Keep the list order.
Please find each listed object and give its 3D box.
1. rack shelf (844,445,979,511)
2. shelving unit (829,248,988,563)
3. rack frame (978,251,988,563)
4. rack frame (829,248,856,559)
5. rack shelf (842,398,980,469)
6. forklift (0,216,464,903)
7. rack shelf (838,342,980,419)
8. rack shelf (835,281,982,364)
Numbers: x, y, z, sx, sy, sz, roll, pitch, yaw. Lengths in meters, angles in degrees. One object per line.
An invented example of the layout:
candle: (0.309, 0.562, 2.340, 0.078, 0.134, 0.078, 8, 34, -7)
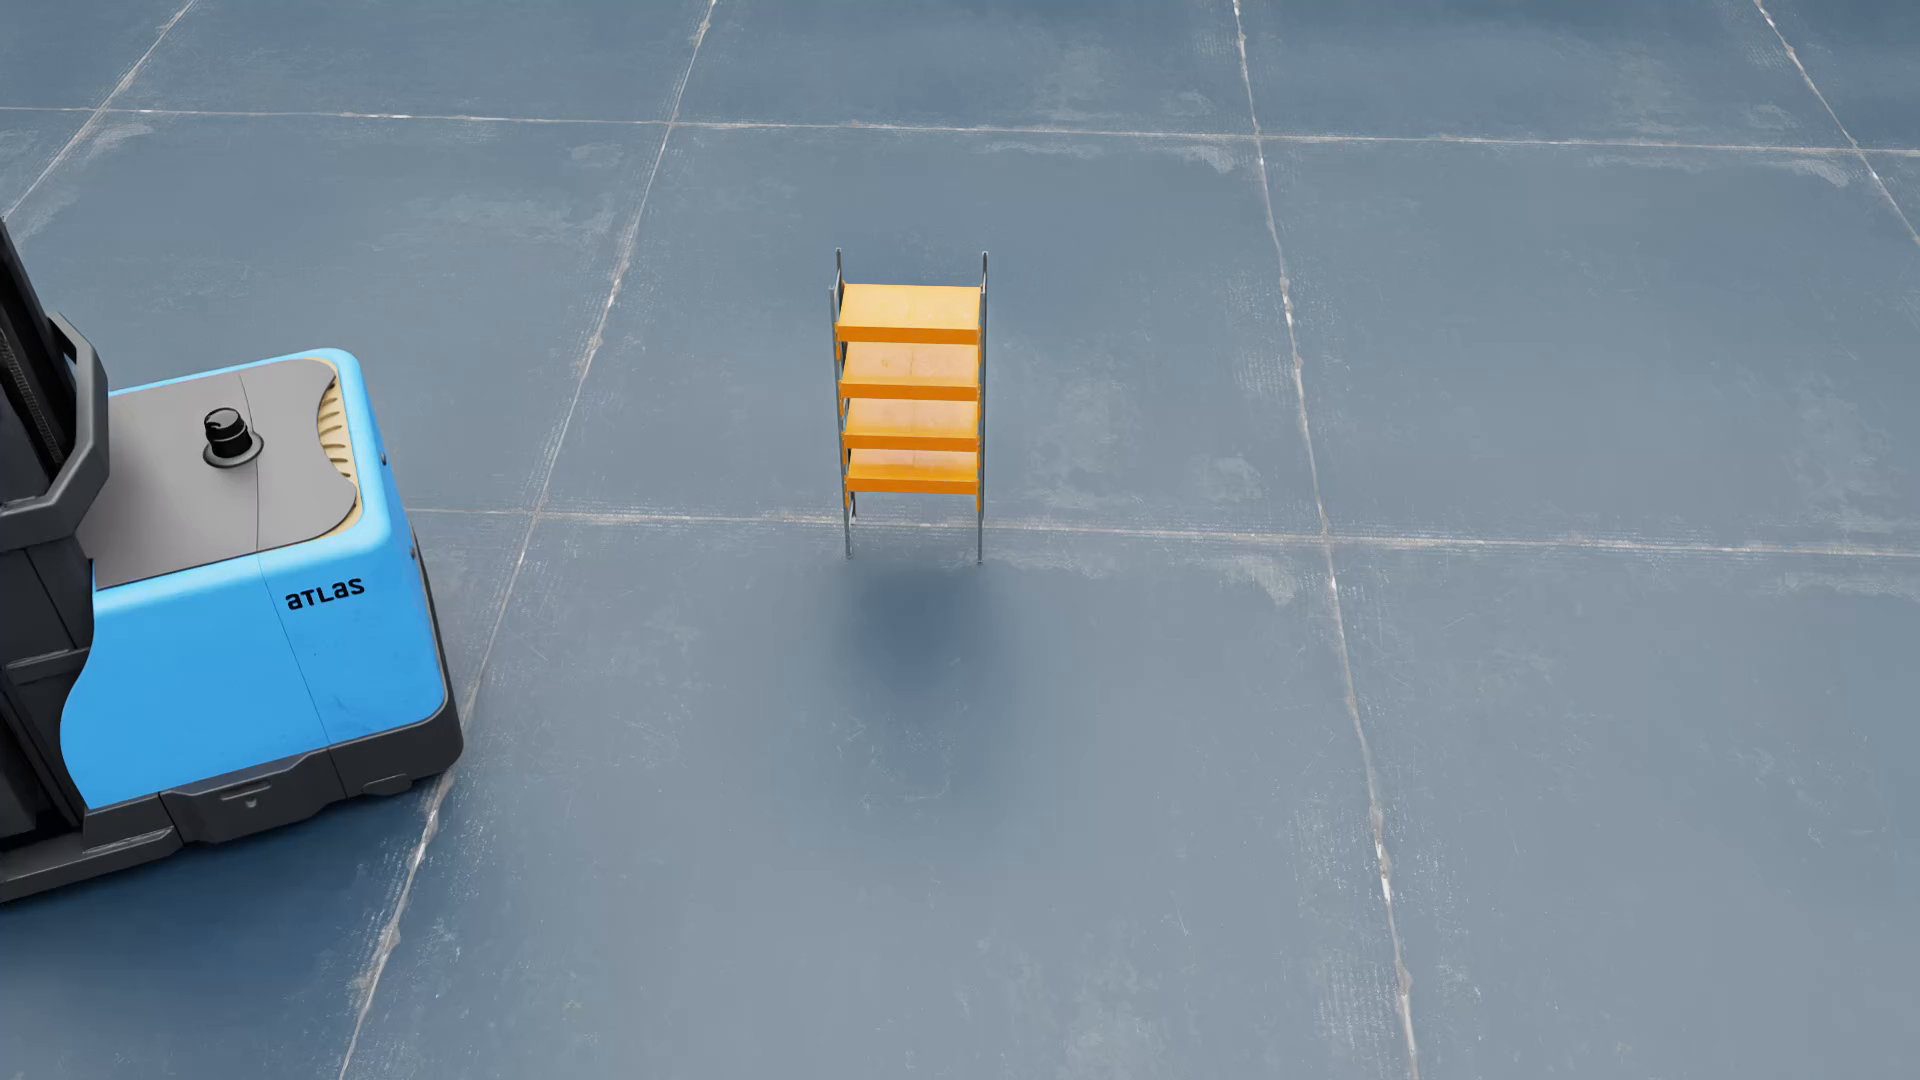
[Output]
rack shelf: (-0.165, -0.250, 6.028, 0.480, 0.148, 0.258, 2, 43, 2)
shelving unit: (-0.165, -0.444, 5.846, 0.503, 1.200, 0.258, 2, 43, 2)
rack frame: (0.078, -0.437, 5.838, 0.015, 1.200, 0.240, 2, 43, 2)
rack frame: (-0.409, -0.452, 5.855, 0.015, 1.200, 0.240, 2, 43, 2)
rack shelf: (-0.165, -0.395, 5.892, 0.480, 0.148, 0.258, 2, 43, 2)
forklift: (-3.189, -0.257, 4.376, 3.031, 2.935, 1.130, -15, 45, -15)
rack shelf: (-0.165, -0.559, 5.740, 0.480, 0.148, 0.258, 2, 43, 2)
rack shelf: (-0.165, -0.732, 5.579, 0.480, 0.148, 0.258, 2, 43, 2)
